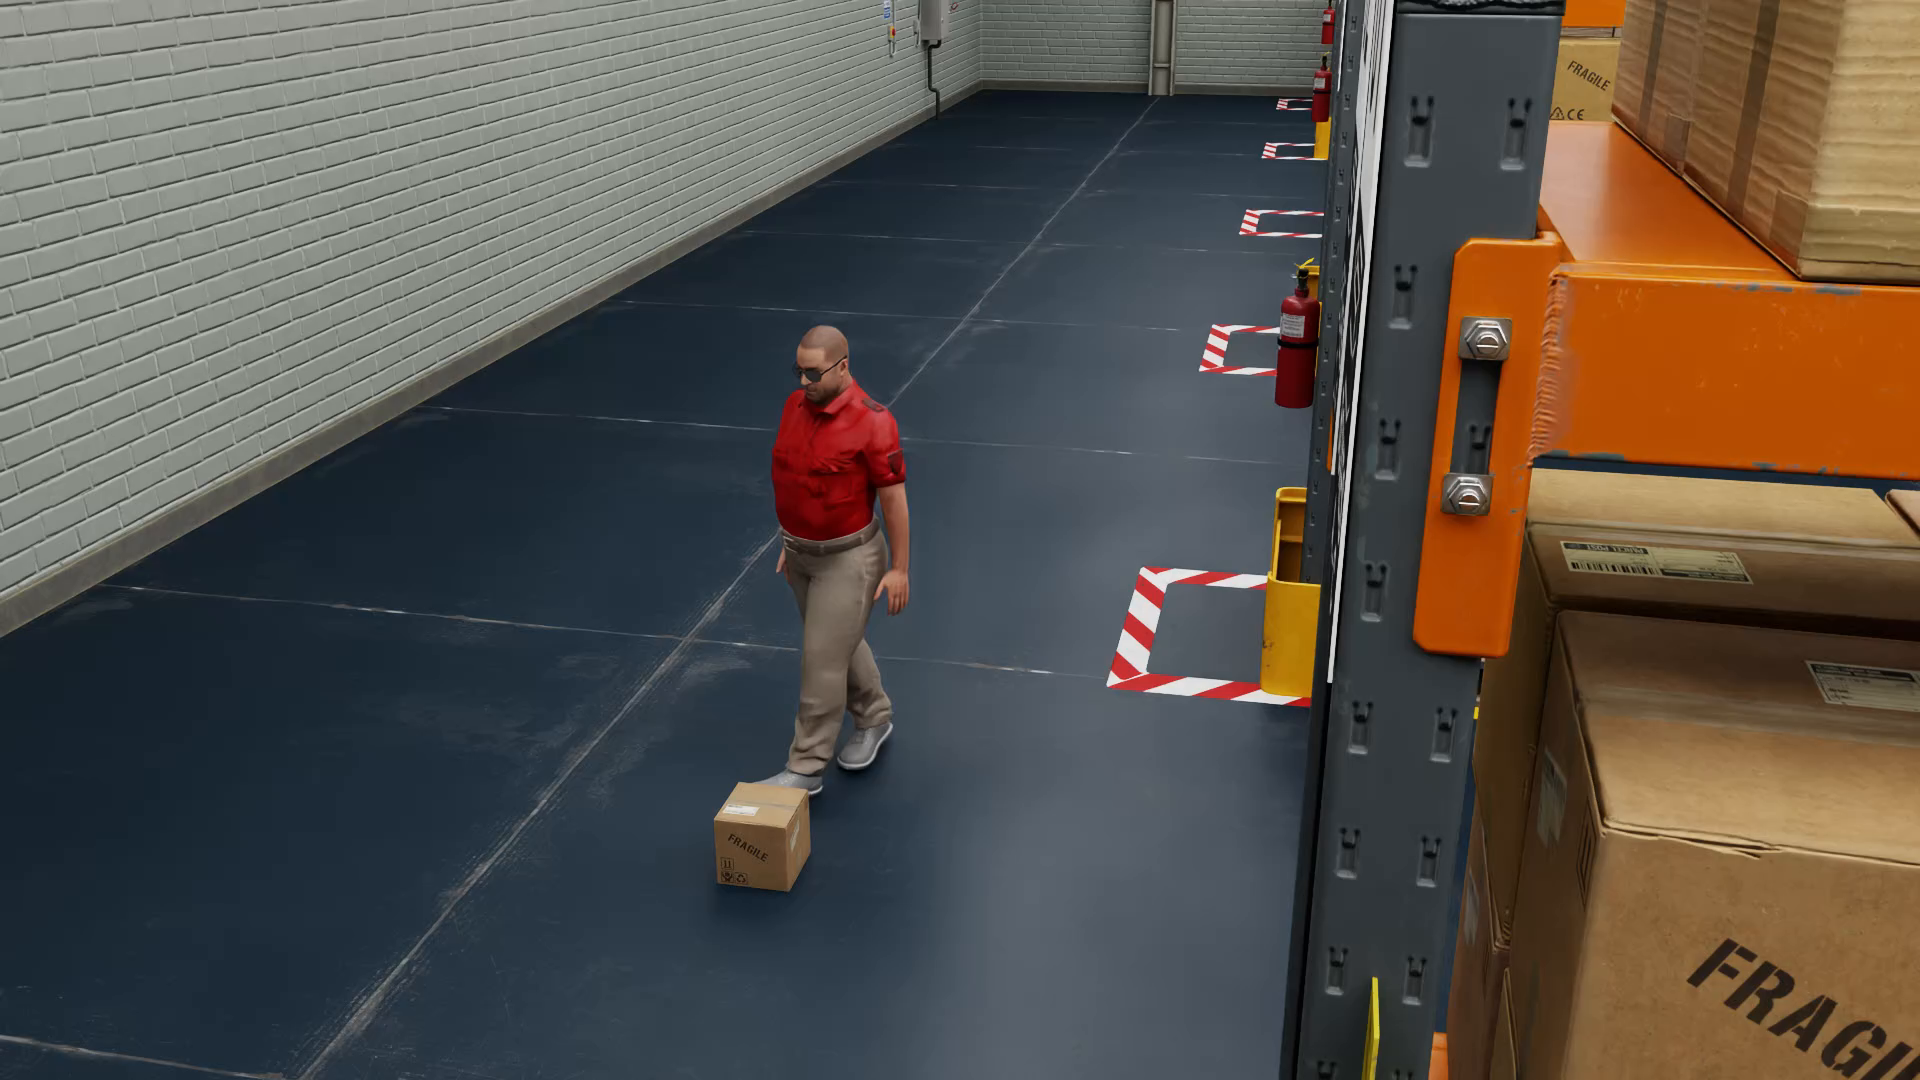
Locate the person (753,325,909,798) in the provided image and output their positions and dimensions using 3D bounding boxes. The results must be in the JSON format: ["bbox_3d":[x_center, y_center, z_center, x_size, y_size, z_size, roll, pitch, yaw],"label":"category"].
[{"bbox_3d":[-0.504,0.088,5.881,0.770,1.712,0.550,-20,29,-40],"label":"person"}]
